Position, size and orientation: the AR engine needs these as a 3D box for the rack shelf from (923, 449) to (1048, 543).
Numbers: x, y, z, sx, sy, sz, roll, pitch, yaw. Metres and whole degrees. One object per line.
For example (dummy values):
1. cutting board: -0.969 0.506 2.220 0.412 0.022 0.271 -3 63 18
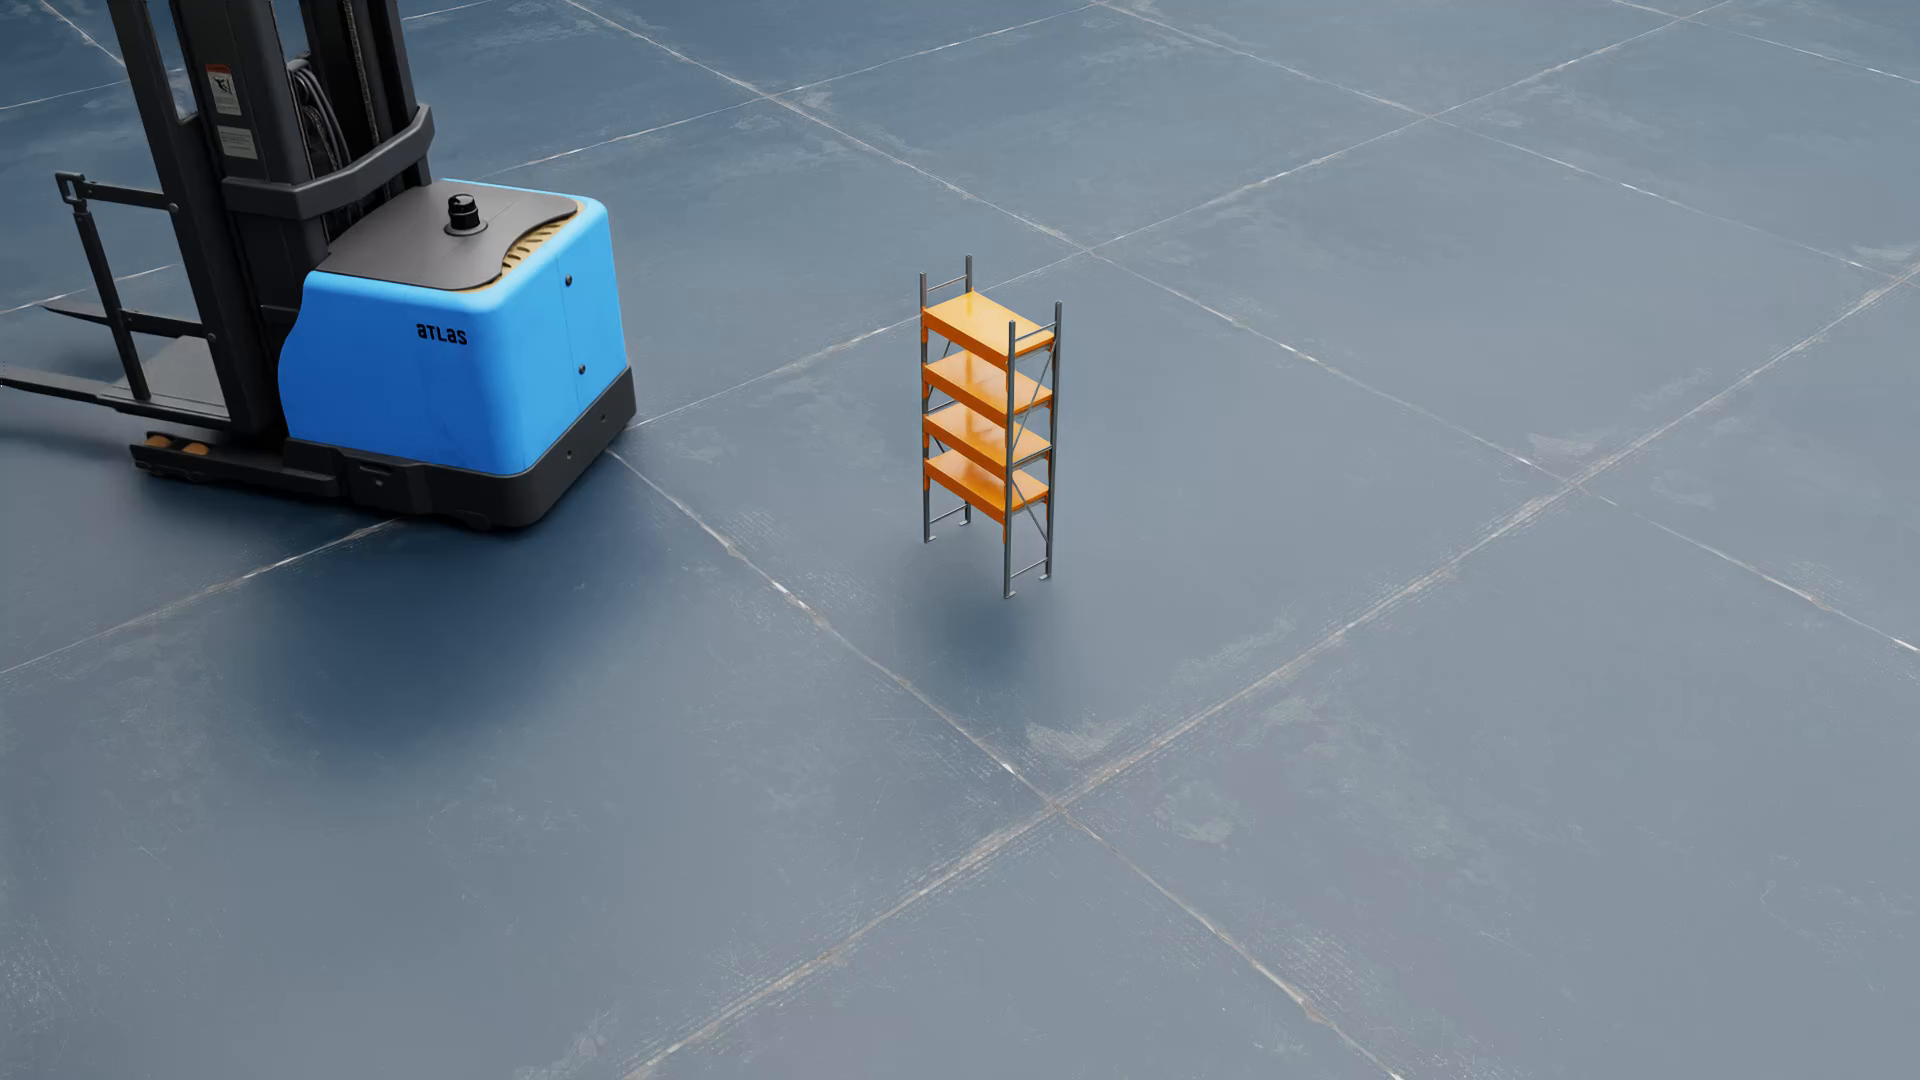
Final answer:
1. rack shelf: 0.107 -0.200 6.454 0.258 0.148 0.480 -26 43 -32

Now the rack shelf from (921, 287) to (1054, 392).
1. rack shelf: 0.107 -0.737 6.073 0.258 0.148 0.480 -26 43 -32

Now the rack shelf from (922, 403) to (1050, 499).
1. rack shelf: 0.107 -0.362 6.339 0.258 0.148 0.480 -26 43 -32

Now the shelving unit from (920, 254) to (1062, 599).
1. shelving unit: 0.107 -0.417 6.300 0.258 1.200 0.503 -26 43 -32

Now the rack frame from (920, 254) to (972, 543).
1. rack frame: -0.051 -0.524 6.452 0.240 1.200 0.015 -26 43 -32

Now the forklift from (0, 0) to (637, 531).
1. forklift: -3.022 -1.722 6.645 3.031 2.935 1.130 10 37 14

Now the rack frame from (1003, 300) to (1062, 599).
1. rack frame: 0.264 -0.309 6.148 0.240 1.200 0.015 -26 43 -32

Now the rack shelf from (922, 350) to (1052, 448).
1. rack shelf: 0.107 -0.544 6.210 0.258 0.148 0.480 -26 43 -32
